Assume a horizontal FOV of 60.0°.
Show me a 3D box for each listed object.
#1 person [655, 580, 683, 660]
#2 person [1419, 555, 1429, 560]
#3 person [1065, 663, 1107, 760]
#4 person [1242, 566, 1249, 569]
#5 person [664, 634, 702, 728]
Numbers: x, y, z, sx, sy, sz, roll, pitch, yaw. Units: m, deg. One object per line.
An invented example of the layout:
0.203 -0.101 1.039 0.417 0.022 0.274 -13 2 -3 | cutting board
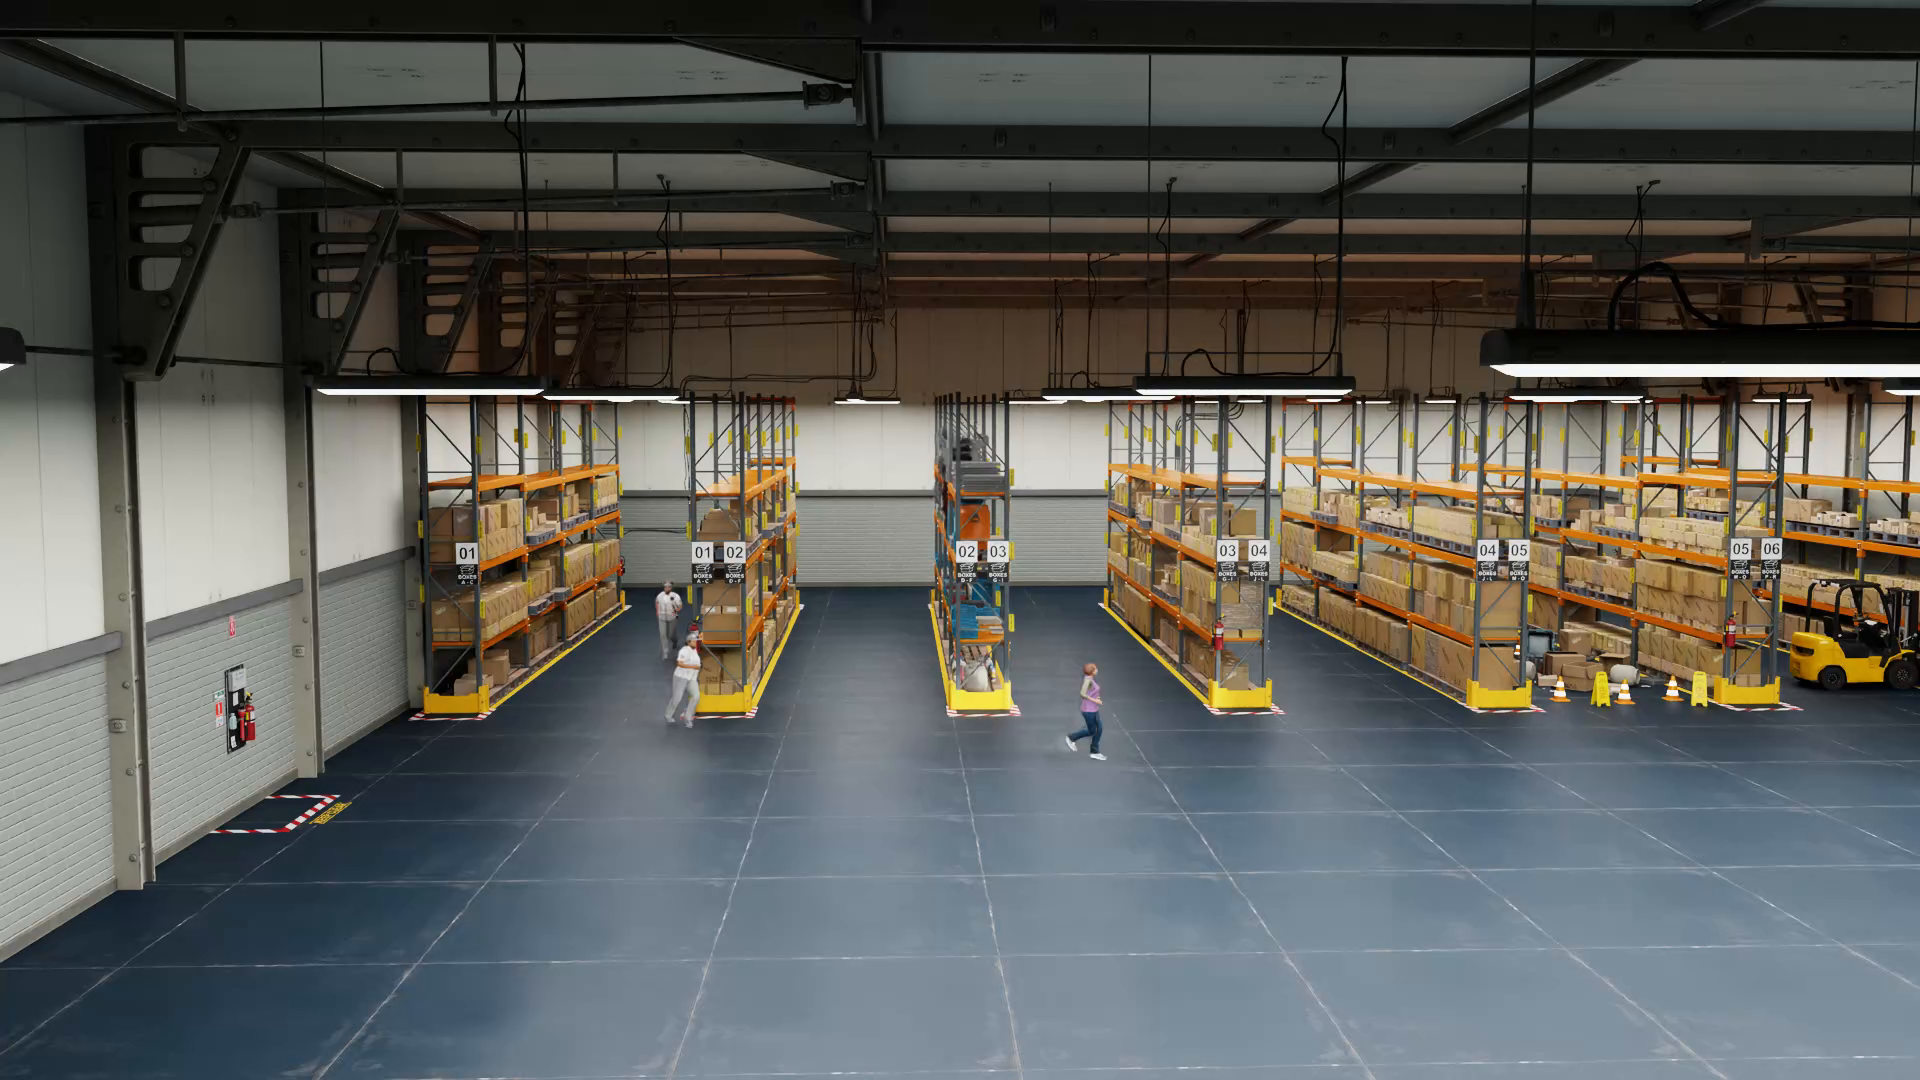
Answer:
-6.687 1.805 38.104 0.663 1.783 0.892 0 5 1 | person
12.291 1.298 44.217 0.627 1.804 0.717 -2 5 -21 | person
2.054 2.791 27.032 0.696 1.572 0.534 1 5 16 | person
7.793 1.232 46.441 0.550 1.527 0.804 0 5 5 | person
-4.921 2.541 29.975 0.718 1.676 0.643 3 6 37 | person
